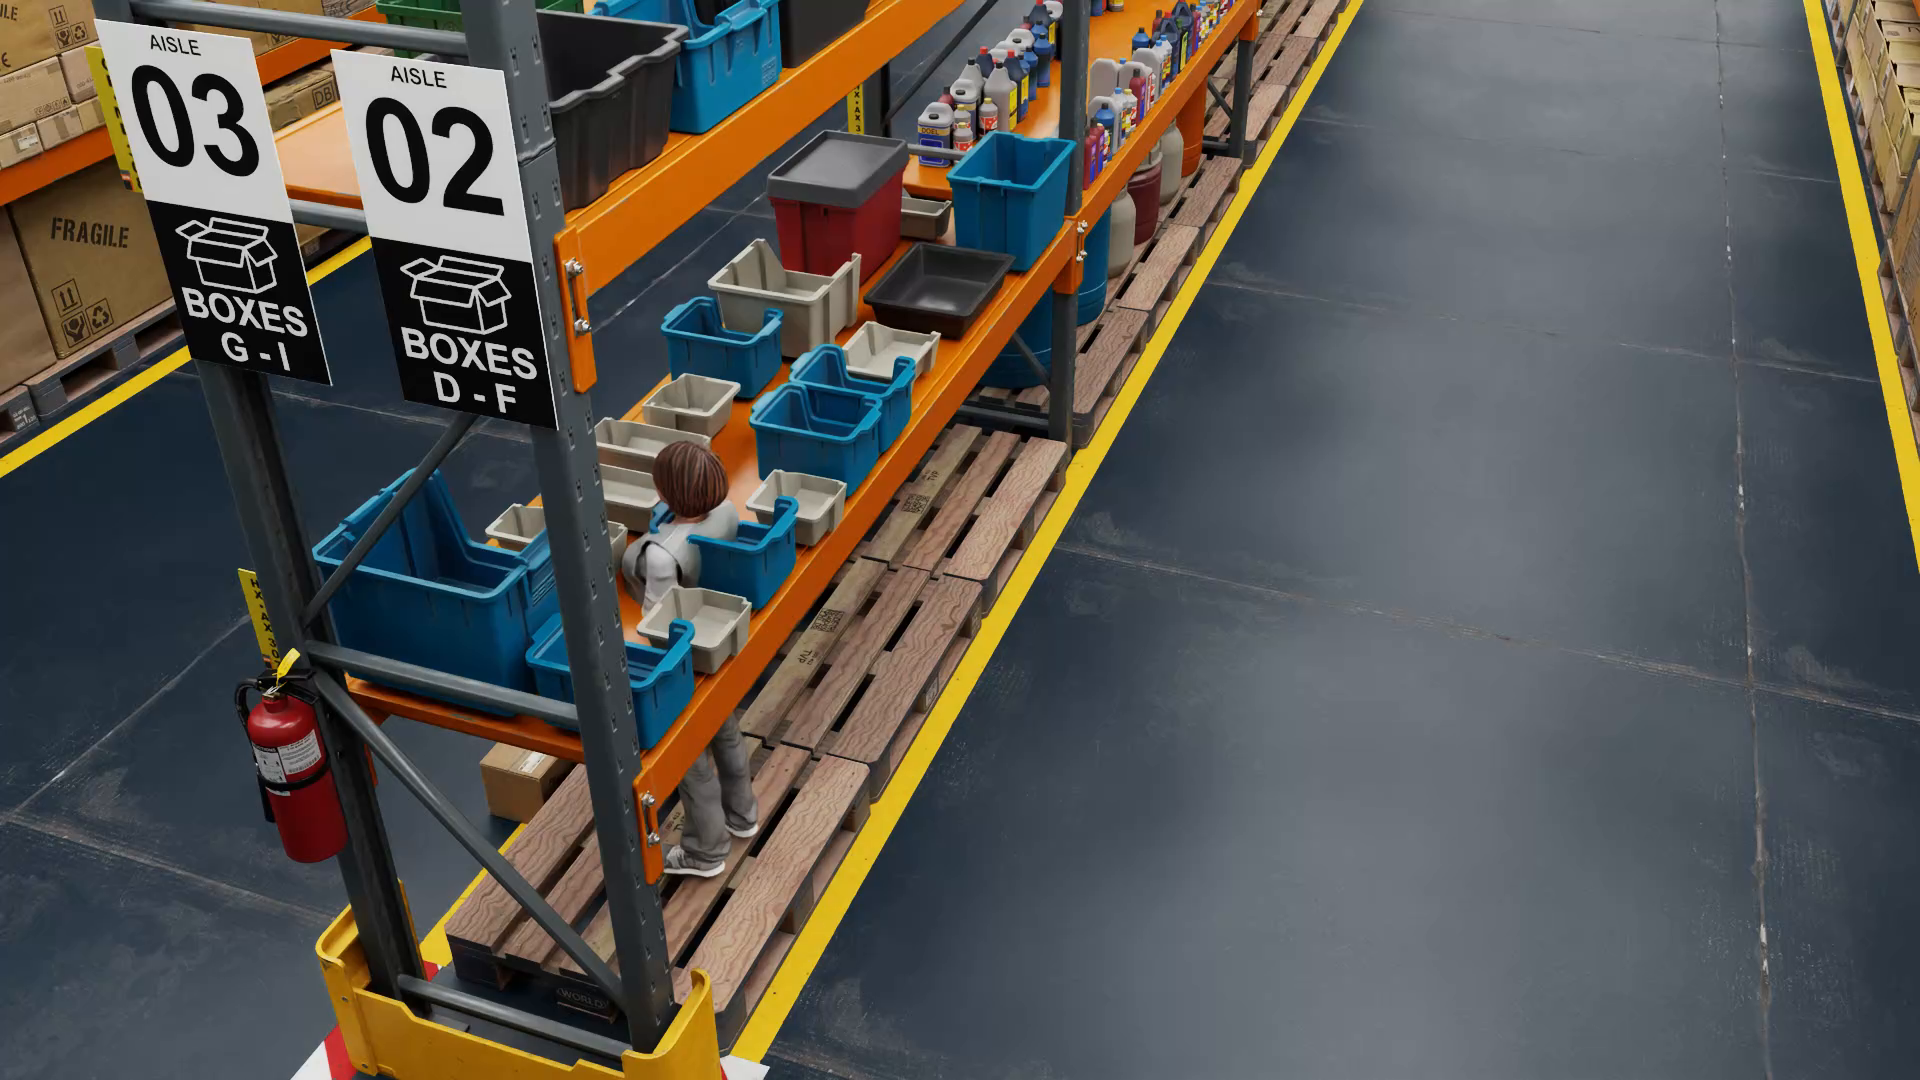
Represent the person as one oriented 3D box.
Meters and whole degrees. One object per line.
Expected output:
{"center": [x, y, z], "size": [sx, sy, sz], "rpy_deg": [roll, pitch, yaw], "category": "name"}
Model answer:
{"center": [-0.836, 0.375, 5.188], "size": [0.355, 1.589, 0.407], "rpy_deg": [16, 37, 23], "category": "person"}
